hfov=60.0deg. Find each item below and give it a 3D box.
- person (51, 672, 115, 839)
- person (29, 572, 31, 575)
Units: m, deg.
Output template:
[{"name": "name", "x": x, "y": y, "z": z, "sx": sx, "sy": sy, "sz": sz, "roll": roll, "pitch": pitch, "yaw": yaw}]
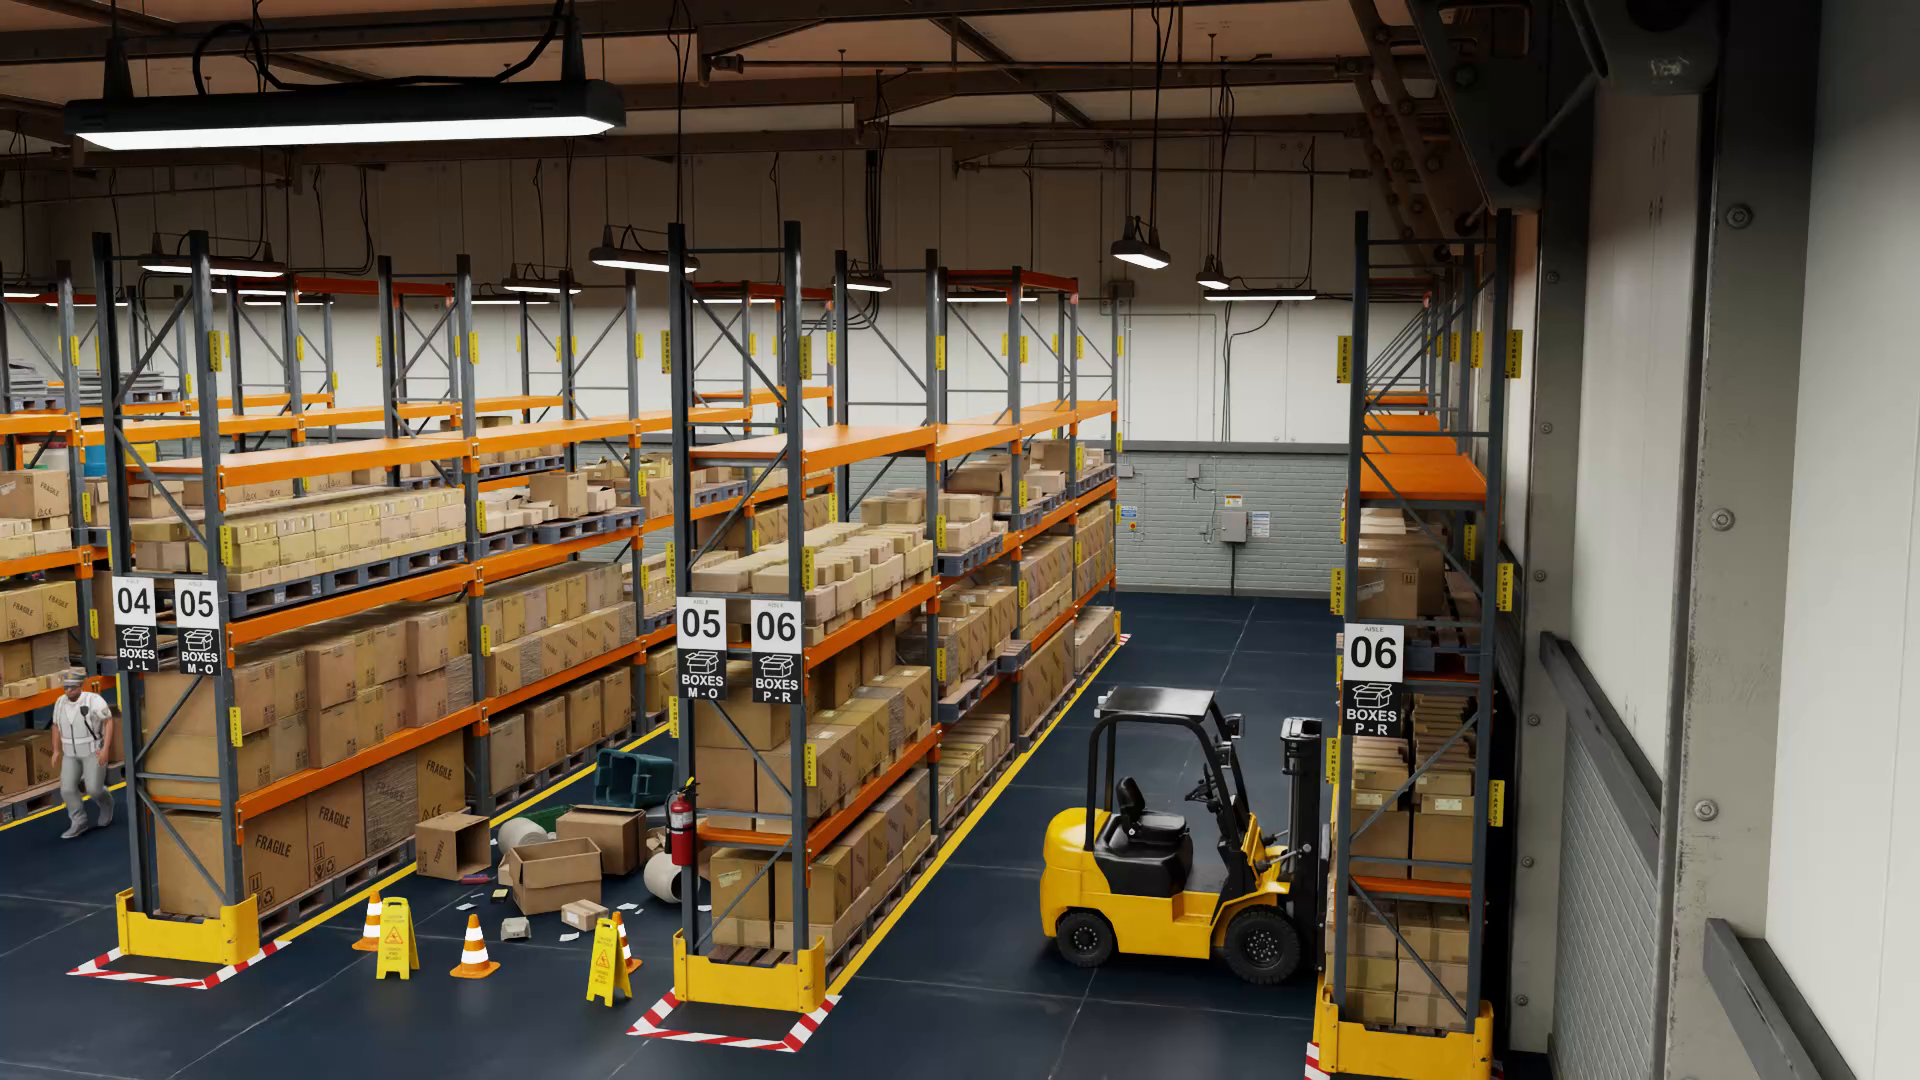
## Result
[{"name": "person", "x": -9.151, "y": 2.199, "z": 17.398, "sx": 0.620, "sy": 1.745, "sz": 0.620, "roll": 0, "pitch": 7, "yaw": 1}, {"name": "person", "x": -19.887, "y": 0.047, "z": 34.830, "sx": 0.528, "sy": 1.731, "sz": 1.093, "roll": 1, "pitch": 7, "yaw": 10}]
